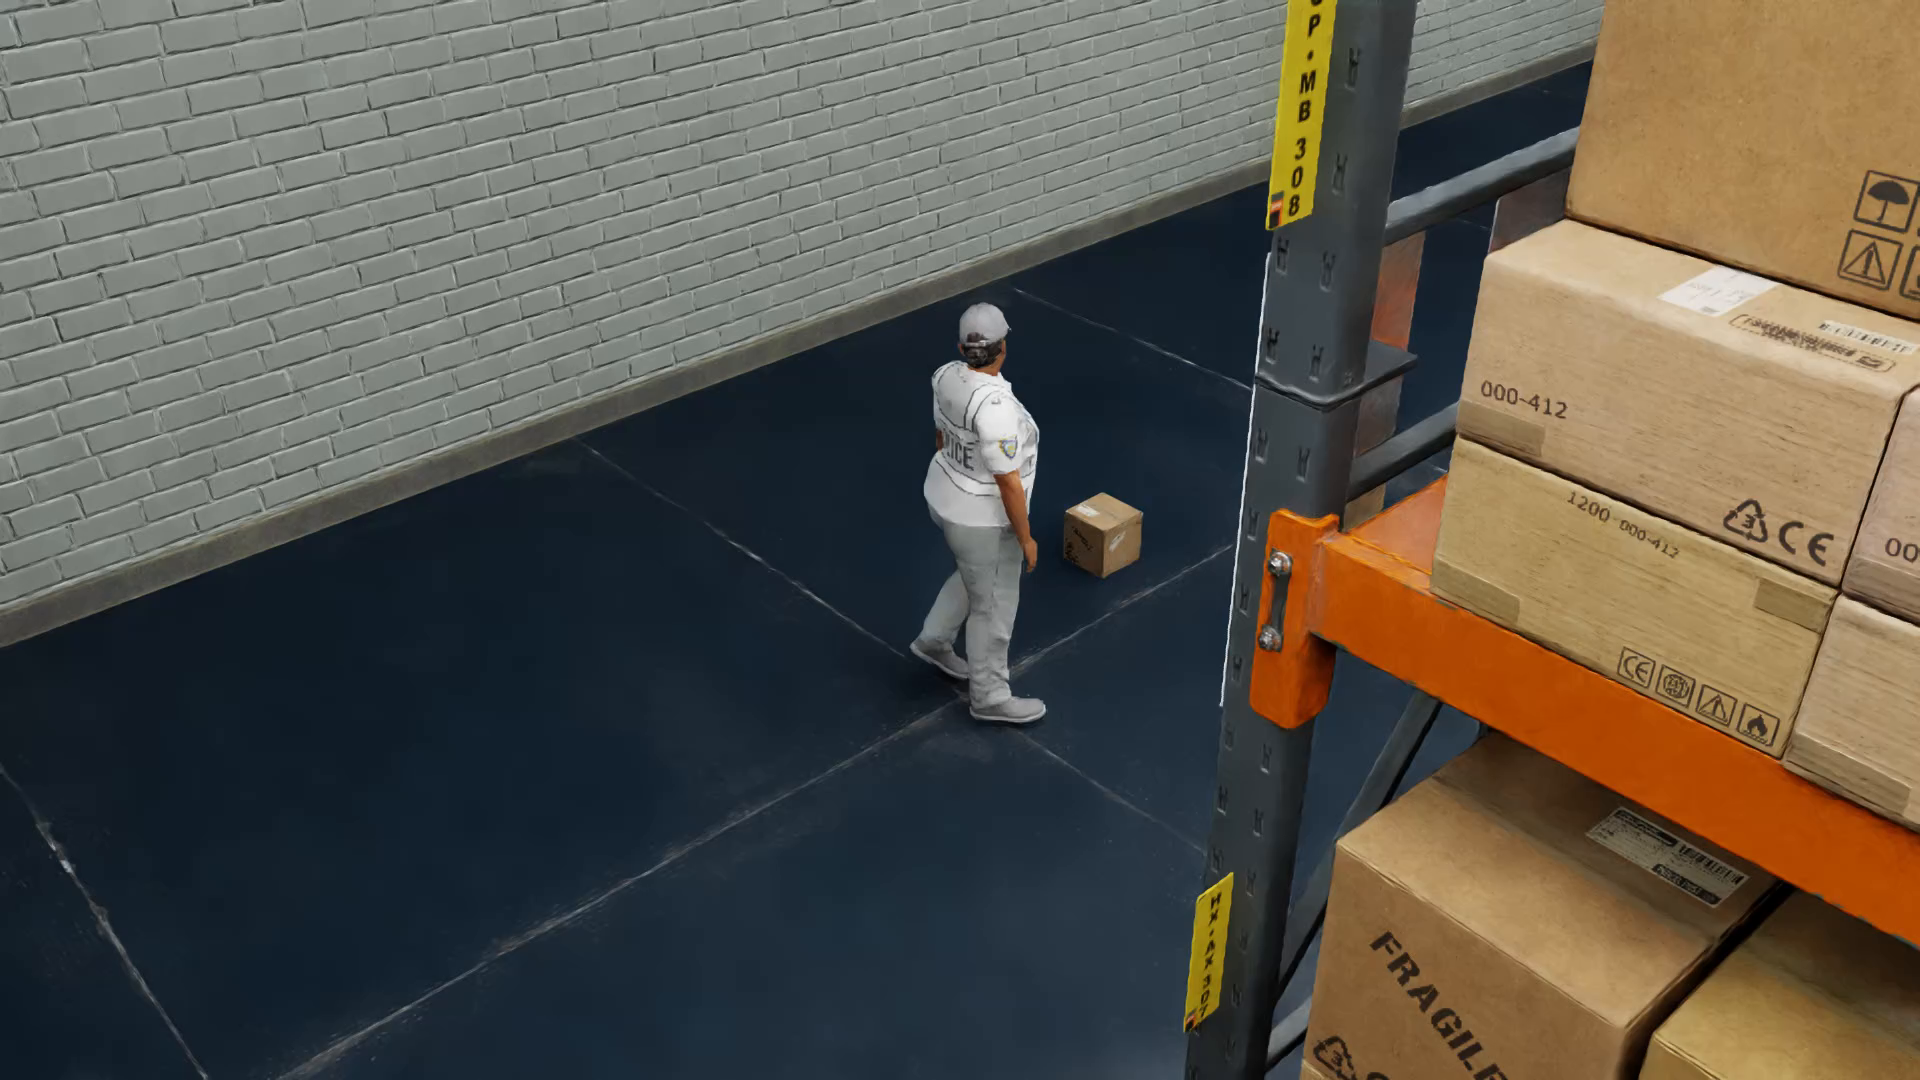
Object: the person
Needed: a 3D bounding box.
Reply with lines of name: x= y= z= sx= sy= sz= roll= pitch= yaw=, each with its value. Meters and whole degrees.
person: x=0.060 y=-0.089 z=6.250 sx=0.437 sy=1.658 sz=0.530 roll=-12 pitch=34 yaw=-18
